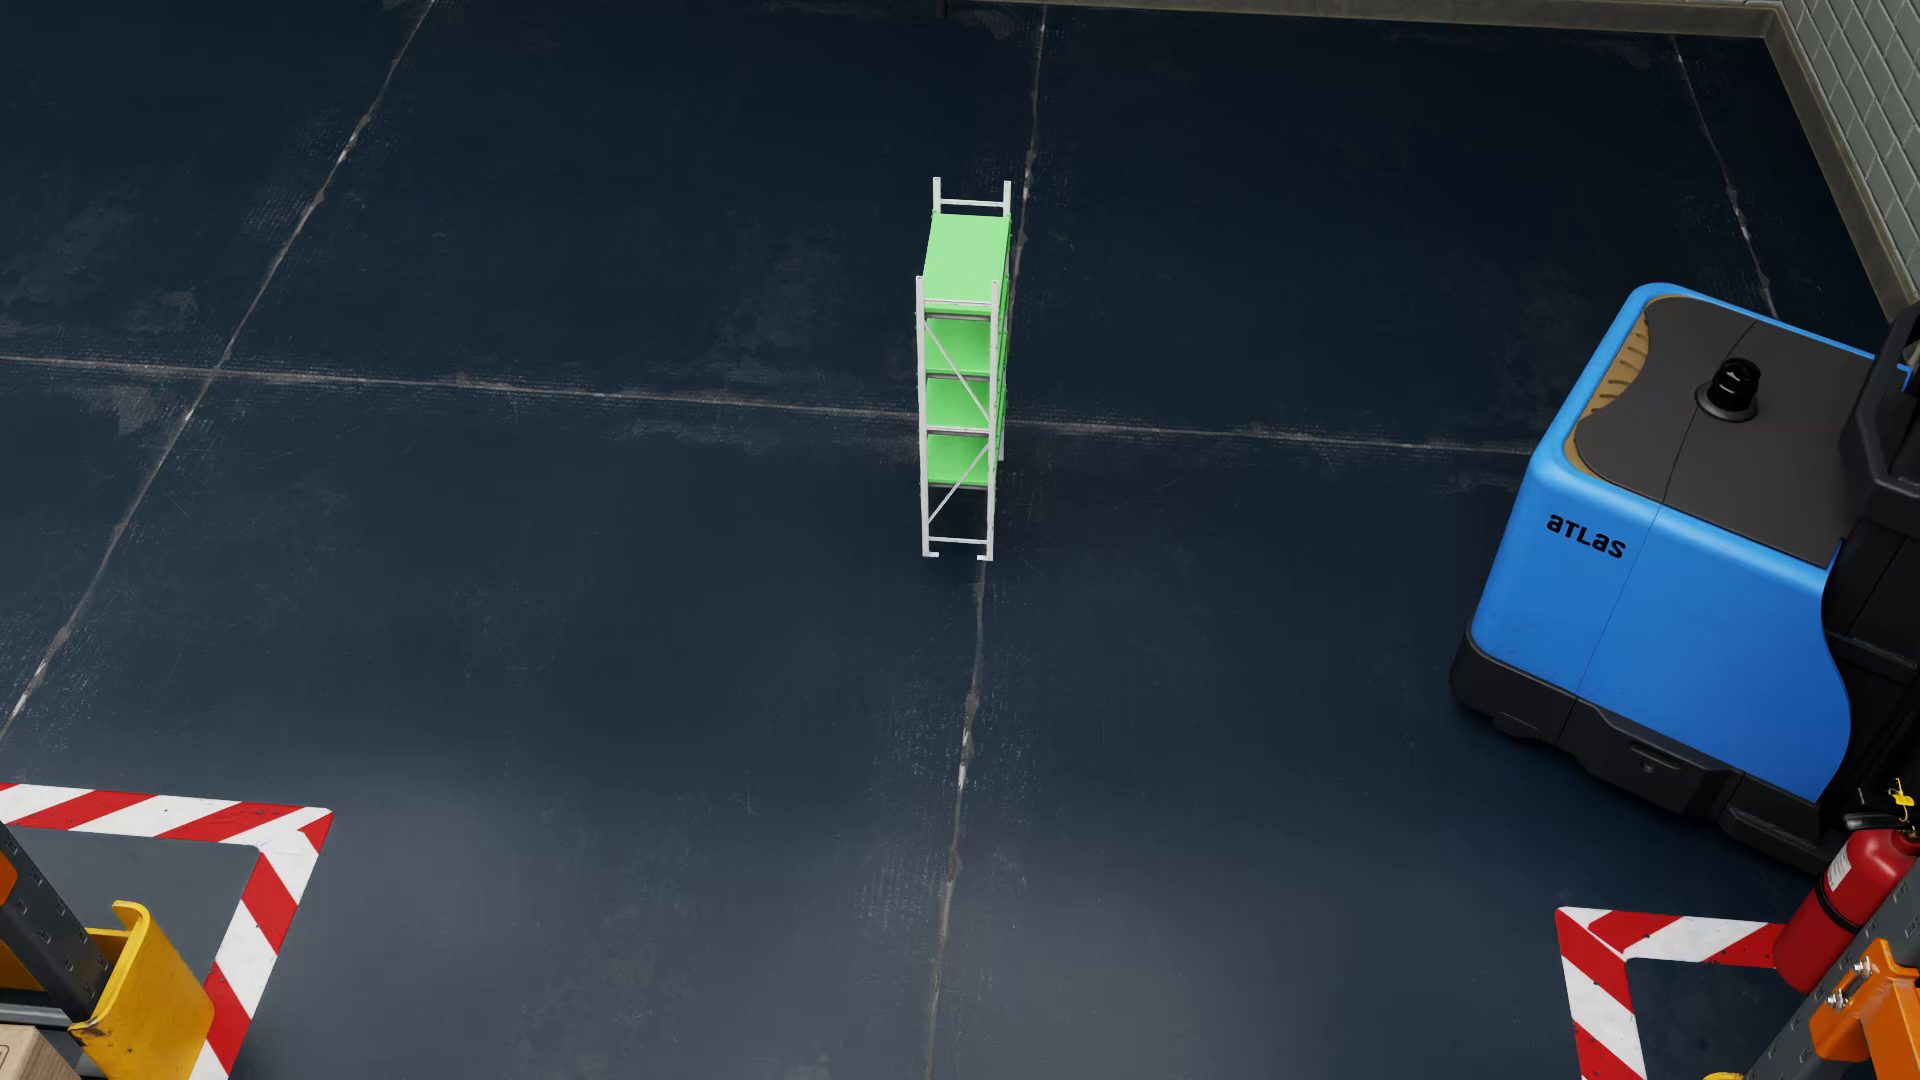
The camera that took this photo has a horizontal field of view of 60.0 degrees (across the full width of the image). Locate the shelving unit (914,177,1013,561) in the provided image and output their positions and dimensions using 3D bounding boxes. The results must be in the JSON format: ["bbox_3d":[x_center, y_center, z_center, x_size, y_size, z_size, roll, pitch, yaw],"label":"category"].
[{"bbox_3d":[0.015,-0.527,5.419,0.258,1.200,0.503,4,48,4],"label":"shelving unit"}]

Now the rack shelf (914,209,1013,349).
[{"bbox_3d":[0.015,-0.807,5.111,0.258,0.148,0.480,4,48,4],"label":"rack shelf"}]

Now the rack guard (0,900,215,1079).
[{"bbox_3d":[-2.635,1.182,4.330,1.175,0.500,0.348,4,48,4],"label":"rack guard"}]

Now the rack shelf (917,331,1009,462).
[{"bbox_3d":[0.015,-0.483,5.466,0.258,0.148,0.480,4,48,4],"label":"rack shelf"}]

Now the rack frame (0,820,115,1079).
[{"bbox_3d":[-2.637,0.356,3.391,1.000,3.000,0.127,4,48,4],"label":"rack frame"}]

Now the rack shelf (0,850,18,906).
[{"bbox_3d":[-2.820,2.069,2.313,1.077,0.370,4.000,4,48,4],"label":"rack shelf"}]

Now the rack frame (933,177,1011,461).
[{"bbox_3d":[0.037,-0.706,5.583,0.240,1.200,0.015,4,48,4],"label":"rack frame"}]

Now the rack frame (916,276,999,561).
[{"bbox_3d":[-0.007,-0.347,5.255,0.240,1.200,0.015,4,48,4],"label":"rack frame"}]

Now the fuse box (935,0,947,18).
[{"bbox_3d":[-0.068,-3.106,7.431,0.539,1.711,0.414,4,48,4],"label":"fuse box"}]

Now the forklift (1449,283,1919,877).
[{"bbox_3d":[3.053,-0.171,3.920,3.031,2.935,1.130,26,53,22],"label":"forklift"}]

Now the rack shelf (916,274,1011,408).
[{"bbox_3d":[0.015,-0.645,5.289,0.258,0.148,0.480,4,48,4],"label":"rack shelf"}]

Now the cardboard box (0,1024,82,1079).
[{"bbox_3d":[-2.598,1.571,3.732,0.875,0.438,0.875,2,48,2],"label":"cardboard box"}]

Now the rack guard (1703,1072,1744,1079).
[{"bbox_3d":[2.299,1.587,3.960,1.175,0.500,0.348,4,48,4],"label":"rack guard"}]

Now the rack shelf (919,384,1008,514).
[{"bbox_3d":[0.015,-0.321,5.643,0.258,0.148,0.480,4,48,4],"label":"rack shelf"}]

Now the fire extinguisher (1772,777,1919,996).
[{"bbox_3d":[1.859,0.700,3.382,0.296,0.674,0.183,4,48,4],"label":"fire extinguisher"}]

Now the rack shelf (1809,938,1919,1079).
[{"bbox_3d":[2.124,2.400,2.010,1.077,0.370,4.000,4,48,4],"label":"rack shelf"}]
